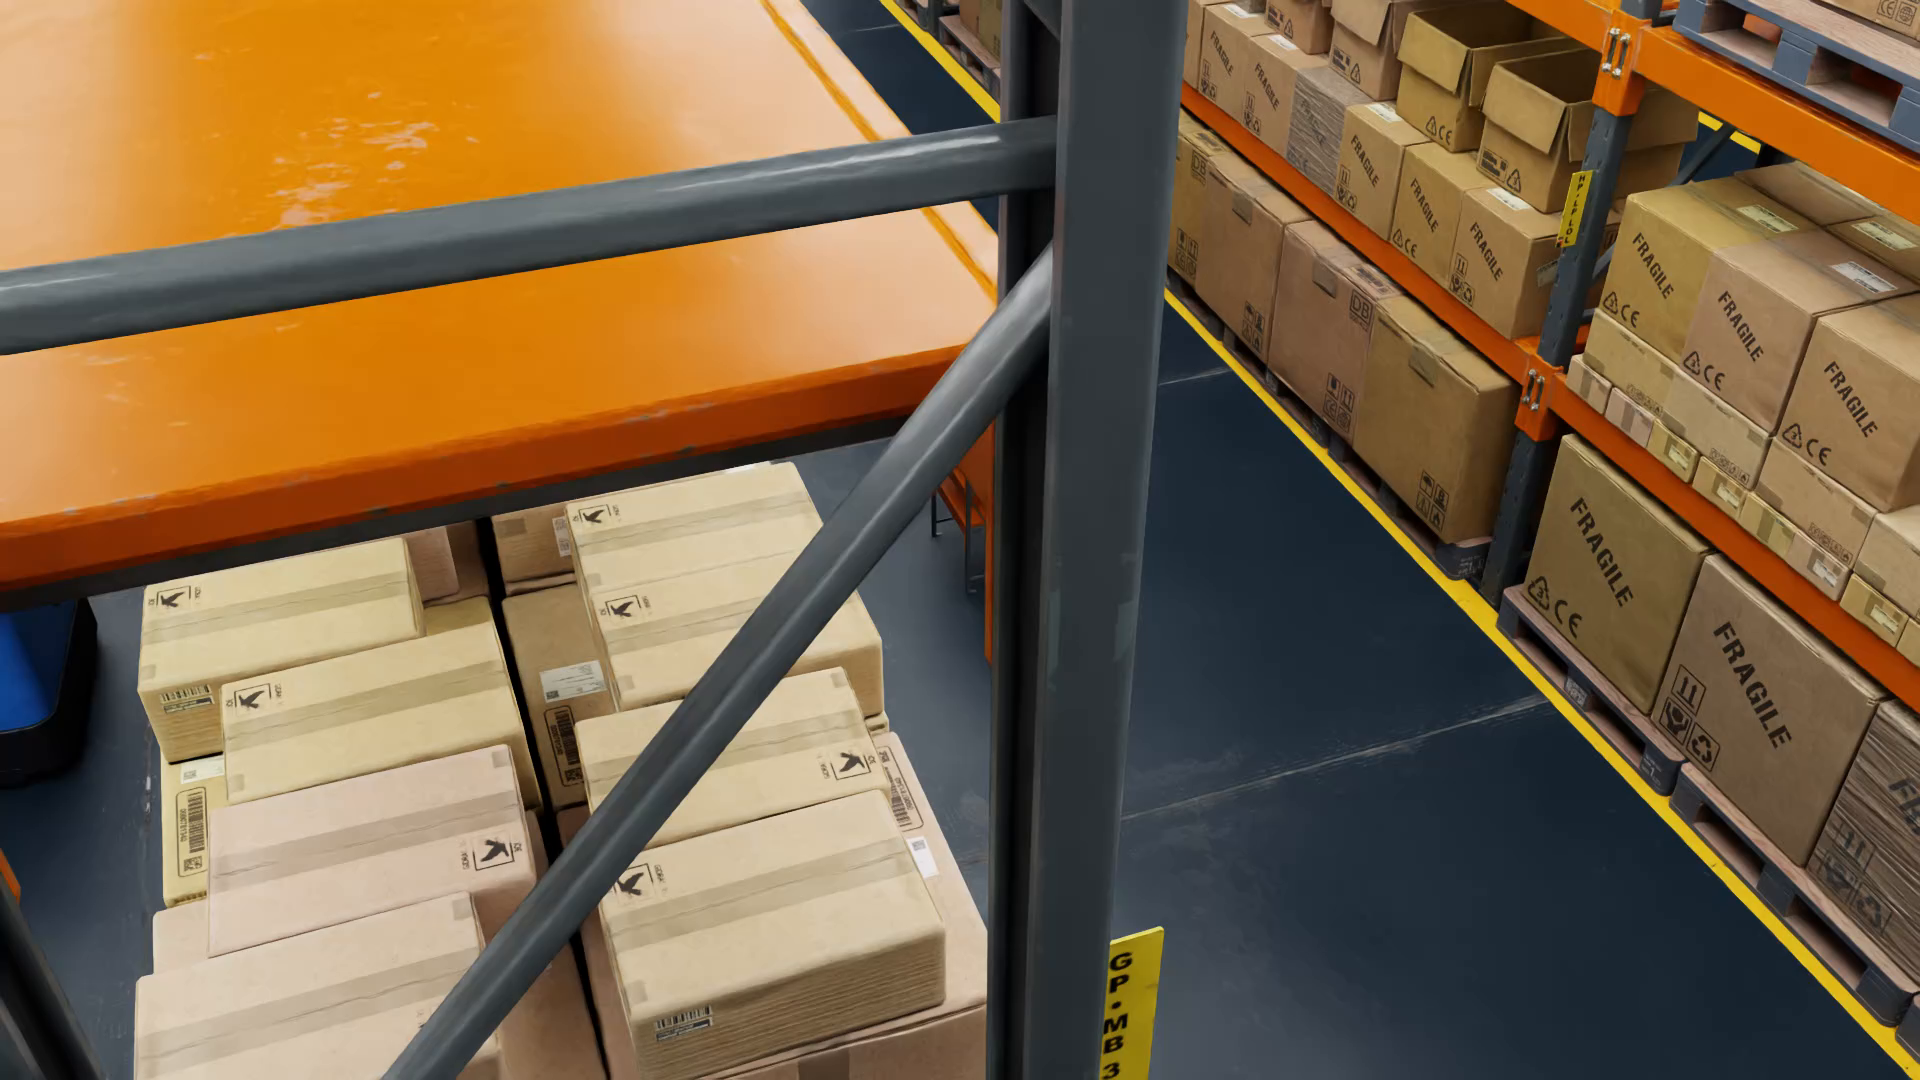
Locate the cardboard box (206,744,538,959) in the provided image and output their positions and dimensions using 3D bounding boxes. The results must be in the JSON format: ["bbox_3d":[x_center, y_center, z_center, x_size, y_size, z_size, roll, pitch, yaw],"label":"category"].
[{"bbox_3d":[-0.742,0.435,2.125,0.380,0.149,0.250,-12,39,-15],"label":"cardboard box"}]

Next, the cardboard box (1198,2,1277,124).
[{"bbox_3d":[1.692,-2.693,9.310,0.500,0.500,0.500,-13,39,-17],"label":"cardboard box"}]

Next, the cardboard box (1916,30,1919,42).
[{"bbox_3d":[3.483,-1.727,5.102,0.700,0.500,0.500,-11,38,-14],"label":"cardboard box"}]

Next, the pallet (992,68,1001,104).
[{"bbox_3d":[0.917,-3.291,12.504,1.003,0.211,1.213,-12,39,-16],"label":"pallet"}]

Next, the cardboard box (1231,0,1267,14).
[{"bbox_3d":[1.837,-3.300,9.281,0.797,0.503,0.637,-11,38,-14],"label":"cardboard box"}]

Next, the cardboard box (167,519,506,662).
[{"bbox_3d":[-1.087,0.090,2.914,0.500,0.250,0.500,-12,39,-15],"label":"cardboard box"}]

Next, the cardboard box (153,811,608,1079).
[{"bbox_3d":[-0.736,0.668,2.146,0.500,0.250,0.500,-14,39,-17],"label":"cardboard box"}]

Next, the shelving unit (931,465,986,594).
[{"bbox_3d":[0.057,-0.386,7.825,0.258,1.200,0.503,-12,39,-16],"label":"shelving unit"}]

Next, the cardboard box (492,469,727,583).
[{"bbox_3d":[-0.603,-0.091,2.822,0.380,0.149,0.250,-11,38,-15],"label":"cardboard box"}]

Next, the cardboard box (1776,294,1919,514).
[{"bbox_3d":[3.247,-0.478,5.706,0.500,0.500,0.500,-14,39,-17],"label":"cardboard box"}]

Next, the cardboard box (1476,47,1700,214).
[{"bbox_3d":[2.749,-1.815,7.311,0.797,0.503,0.637,-13,39,-17],"label":"cardboard box"}]

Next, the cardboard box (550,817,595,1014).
[{"bbox_3d":[-0.430,0.471,2.824,0.500,0.250,0.500,-11,38,-14],"label":"cardboard box"}]

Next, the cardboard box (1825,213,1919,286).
[{"bbox_3d":[3.555,-0.886,6.248,0.500,0.500,0.500,-12,39,-15],"label":"cardboard box"}]

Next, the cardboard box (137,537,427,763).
[{"bbox_3d":[-1.003,0.158,2.492,0.380,0.149,0.250,-12,39,-15],"label":"cardboard box"}]

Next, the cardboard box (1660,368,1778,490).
[{"bbox_3d":[3.059,-0.473,6.323,0.500,0.250,0.500,-13,39,-16],"label":"cardboard box"}]

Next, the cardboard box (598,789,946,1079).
[{"bbox_3d":[-0.236,0.486,2.056,0.380,0.149,0.250,-13,39,-16],"label":"cardboard box"}]

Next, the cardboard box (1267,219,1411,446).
[{"bbox_3d":[2.430,-1.197,8.823,1.225,0.875,0.875,-14,39,-18],"label":"cardboard box"}]

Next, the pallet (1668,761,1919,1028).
[{"bbox_3d":[3.589,1.234,6.496,1.003,0.211,1.213,-12,39,-16],"label":"pallet"}]

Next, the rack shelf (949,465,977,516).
[{"bbox_3d":[0.057,-0.332,7.866,0.258,0.148,0.480,-12,39,-16],"label":"rack shelf"}]

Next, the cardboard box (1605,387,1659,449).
[{"bbox_3d":[2.857,-0.531,6.731,0.380,0.149,0.250,-14,39,-17],"label":"cardboard box"}]

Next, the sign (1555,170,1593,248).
[{"bbox_3d":[2.471,-1.329,6.685,0.100,0.325,0.005,-12,39,-16],"label":"sign"}]

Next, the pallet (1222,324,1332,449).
[{"bbox_3d":[2.217,-1.012,9.479,1.003,0.211,1.213,-12,39,-16],"label":"pallet"}]

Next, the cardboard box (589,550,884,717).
[{"bbox_3d":[-0.332,0.170,2.476,0.380,0.149,0.250,-12,39,-16],"label":"cardboard box"}]

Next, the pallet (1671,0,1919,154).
[{"bbox_3d":[3.249,-1.714,5.673,1.003,0.211,1.213,-12,39,-16],"label":"pallet"}]

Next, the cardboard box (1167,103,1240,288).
[{"bbox_3d":[1.818,-2.200,10.155,1.225,0.875,0.875,-14,39,-18],"label":"cardboard box"}]

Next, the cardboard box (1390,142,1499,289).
[{"bbox_3d":[2.396,-1.544,7.784,0.500,0.500,0.500,-11,38,-15],"label":"cardboard box"}]

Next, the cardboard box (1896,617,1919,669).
[{"bbox_3d":[3.396,0.348,5.564,0.380,0.149,0.250,-12,39,-15],"label":"cardboard box"}]

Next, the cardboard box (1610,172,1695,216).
[{"bbox_3d":[3.053,-1.367,7.549,0.500,0.500,0.500,-12,39,-16],"label":"cardboard box"}]

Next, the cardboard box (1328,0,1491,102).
[{"bbox_3d":[2.295,-2.553,8.290,0.797,0.503,0.637,-11,38,-14],"label":"cardboard box"}]

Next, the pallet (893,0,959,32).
[{"bbox_3d":[-0.040,-4.793,14.498,1.003,0.211,1.213,-12,39,-16],"label":"pallet"}]

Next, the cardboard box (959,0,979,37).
[{"bbox_3d":[0.415,-4.361,13.319,0.700,0.500,0.500,-15,40,-19],"label":"cardboard box"}]

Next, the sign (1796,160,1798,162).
[{"bbox_3d":[3.497,-1.509,7.035,0.100,0.325,0.005,-12,39,-16],"label":"sign"}]

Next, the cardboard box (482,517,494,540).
[{"bbox_3d":[-0.787,-0.111,3.597,0.500,0.250,0.500,-13,39,-16],"label":"cardboard box"}]

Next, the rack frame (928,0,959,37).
[{"bbox_3d":[0.224,-5.535,13.165,1.000,3.000,0.127,-12,39,-16],"label":"rack frame"}]

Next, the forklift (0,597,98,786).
[{"bbox_3d":[-5.303,-0.210,6.153,3.031,2.935,1.130,-10,38,-13],"label":"forklift"}]

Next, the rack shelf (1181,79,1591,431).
[{"bbox_3d":[2.289,-1.858,8.882,1.077,0.370,4.000,-12,39,-16],"label":"rack shelf"}]

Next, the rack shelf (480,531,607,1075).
[{"bbox_3d":[-1.027,0.173,3.692,1.077,0.370,4.000,-12,39,-16],"label":"rack shelf"}]

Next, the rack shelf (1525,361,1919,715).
[{"bbox_3d":[3.665,0.402,5.882,1.077,0.370,4.000,-12,39,-16],"label":"rack shelf"}]

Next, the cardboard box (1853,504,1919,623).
[{"bbox_3d":[3.405,0.099,5.564,0.500,0.250,0.500,-12,39,-16],"label":"cardboard box"}]

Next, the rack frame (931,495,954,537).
[{"bbox_3d":[-0.027,-0.524,8.008,0.240,1.200,0.015,-12,39,-16],"label":"rack frame"}]

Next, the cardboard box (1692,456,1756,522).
[{"bbox_3d":[3.040,-0.234,6.337,0.380,0.149,0.250,-13,39,-17],"label":"cardboard box"}]

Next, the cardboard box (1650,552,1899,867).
[{"bbox_3d":[3.439,0.563,6.487,0.875,0.875,0.875,-12,39,-16],"label":"cardboard box"}]

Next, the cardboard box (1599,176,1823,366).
[{"bbox_3d":[2.902,-1.051,6.466,0.500,0.500,0.500,-12,39,-16],"label":"cardboard box"}]

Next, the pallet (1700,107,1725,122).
[{"bbox_3d":[6.021,-3.633,12.958,1.003,0.211,1.213,-12,39,-16],"label":"pallet"}]

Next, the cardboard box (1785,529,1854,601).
[{"bbox_3d":[3.213,0.053,5.956,0.380,0.149,0.250,-12,39,-15],"label":"cardboard box"}]

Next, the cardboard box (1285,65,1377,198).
[{"bbox_3d":[2.041,-2.122,8.551,0.500,0.500,0.500,-12,39,-16],"label":"cardboard box"}]

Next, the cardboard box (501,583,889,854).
[{"bbox_3d":[-0.426,0.279,2.662,0.500,0.250,0.500,-13,39,-17],"label":"cardboard box"}]
